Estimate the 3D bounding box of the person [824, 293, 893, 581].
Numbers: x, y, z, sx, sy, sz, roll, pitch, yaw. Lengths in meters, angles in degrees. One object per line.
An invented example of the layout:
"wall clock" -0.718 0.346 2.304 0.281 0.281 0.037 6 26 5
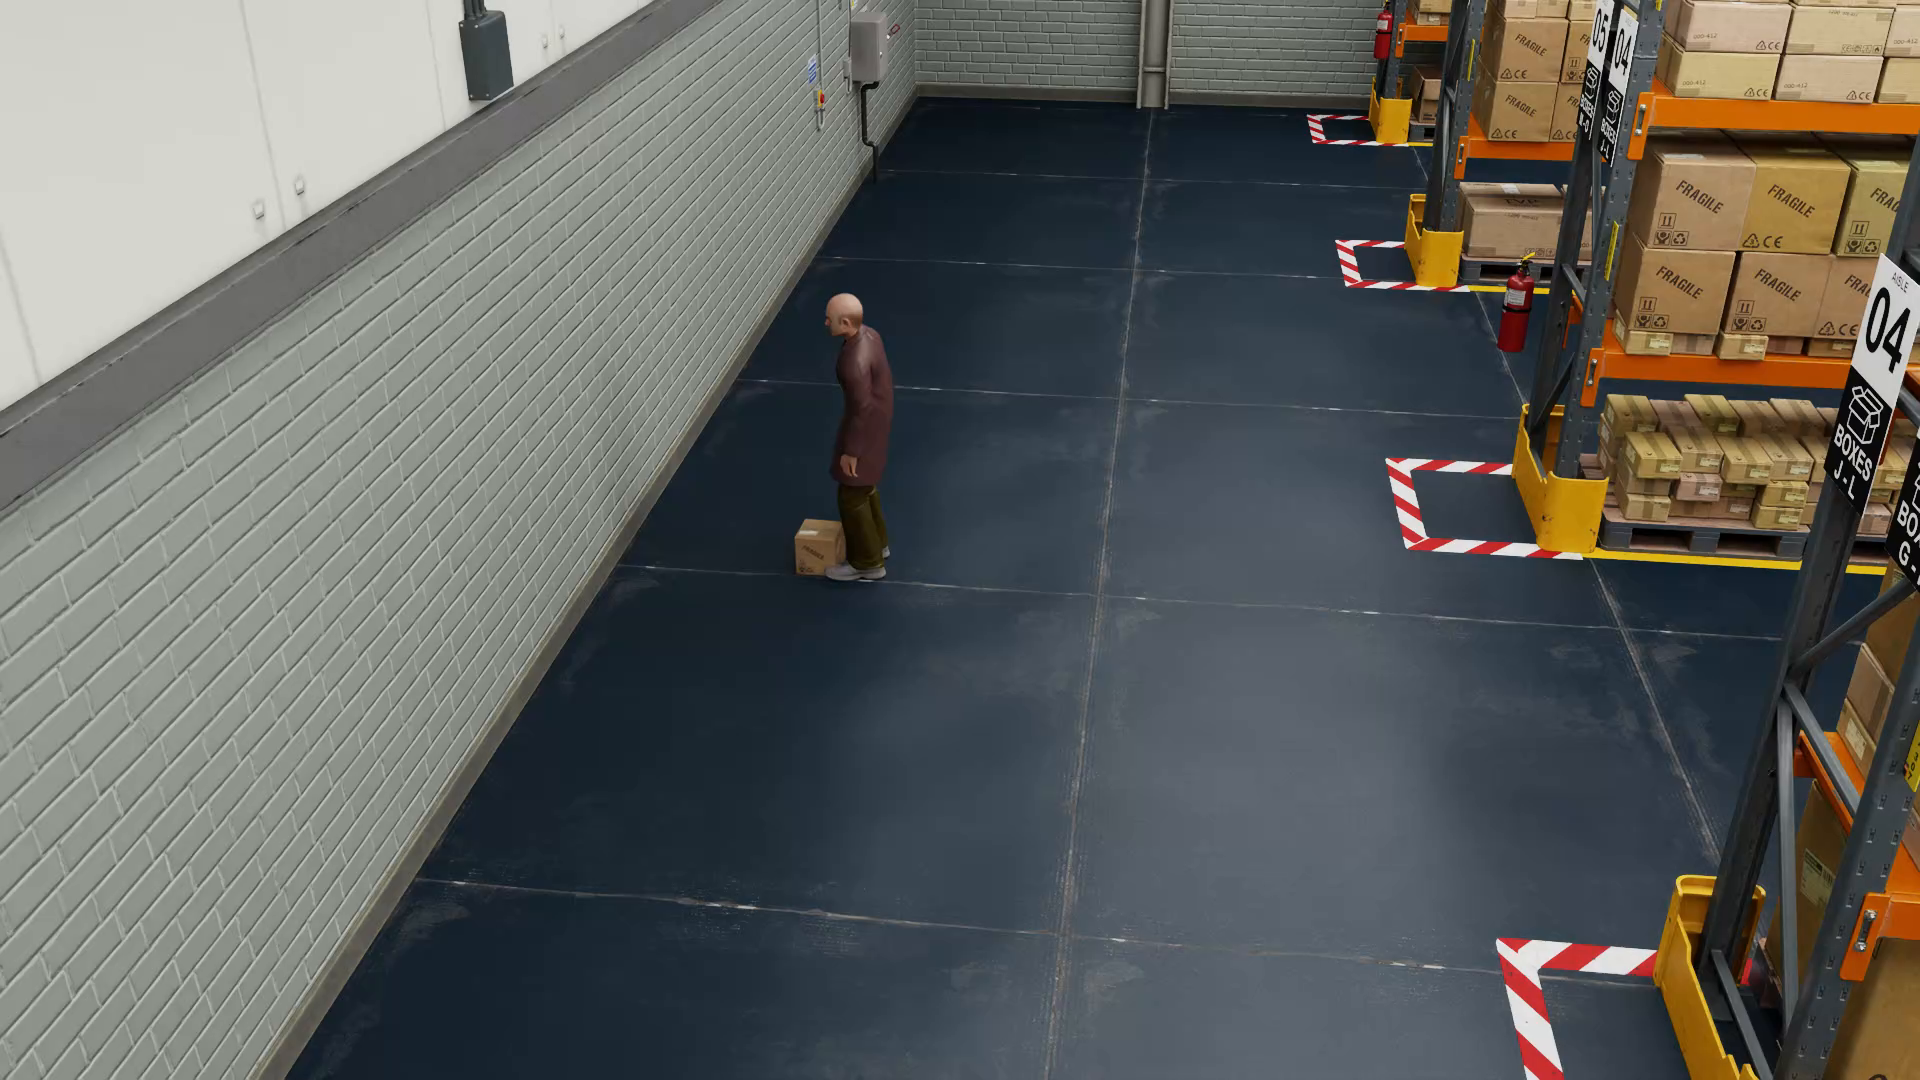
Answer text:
"person" -0.602 -0.611 9.789 0.429 1.772 0.644 2 28 4
